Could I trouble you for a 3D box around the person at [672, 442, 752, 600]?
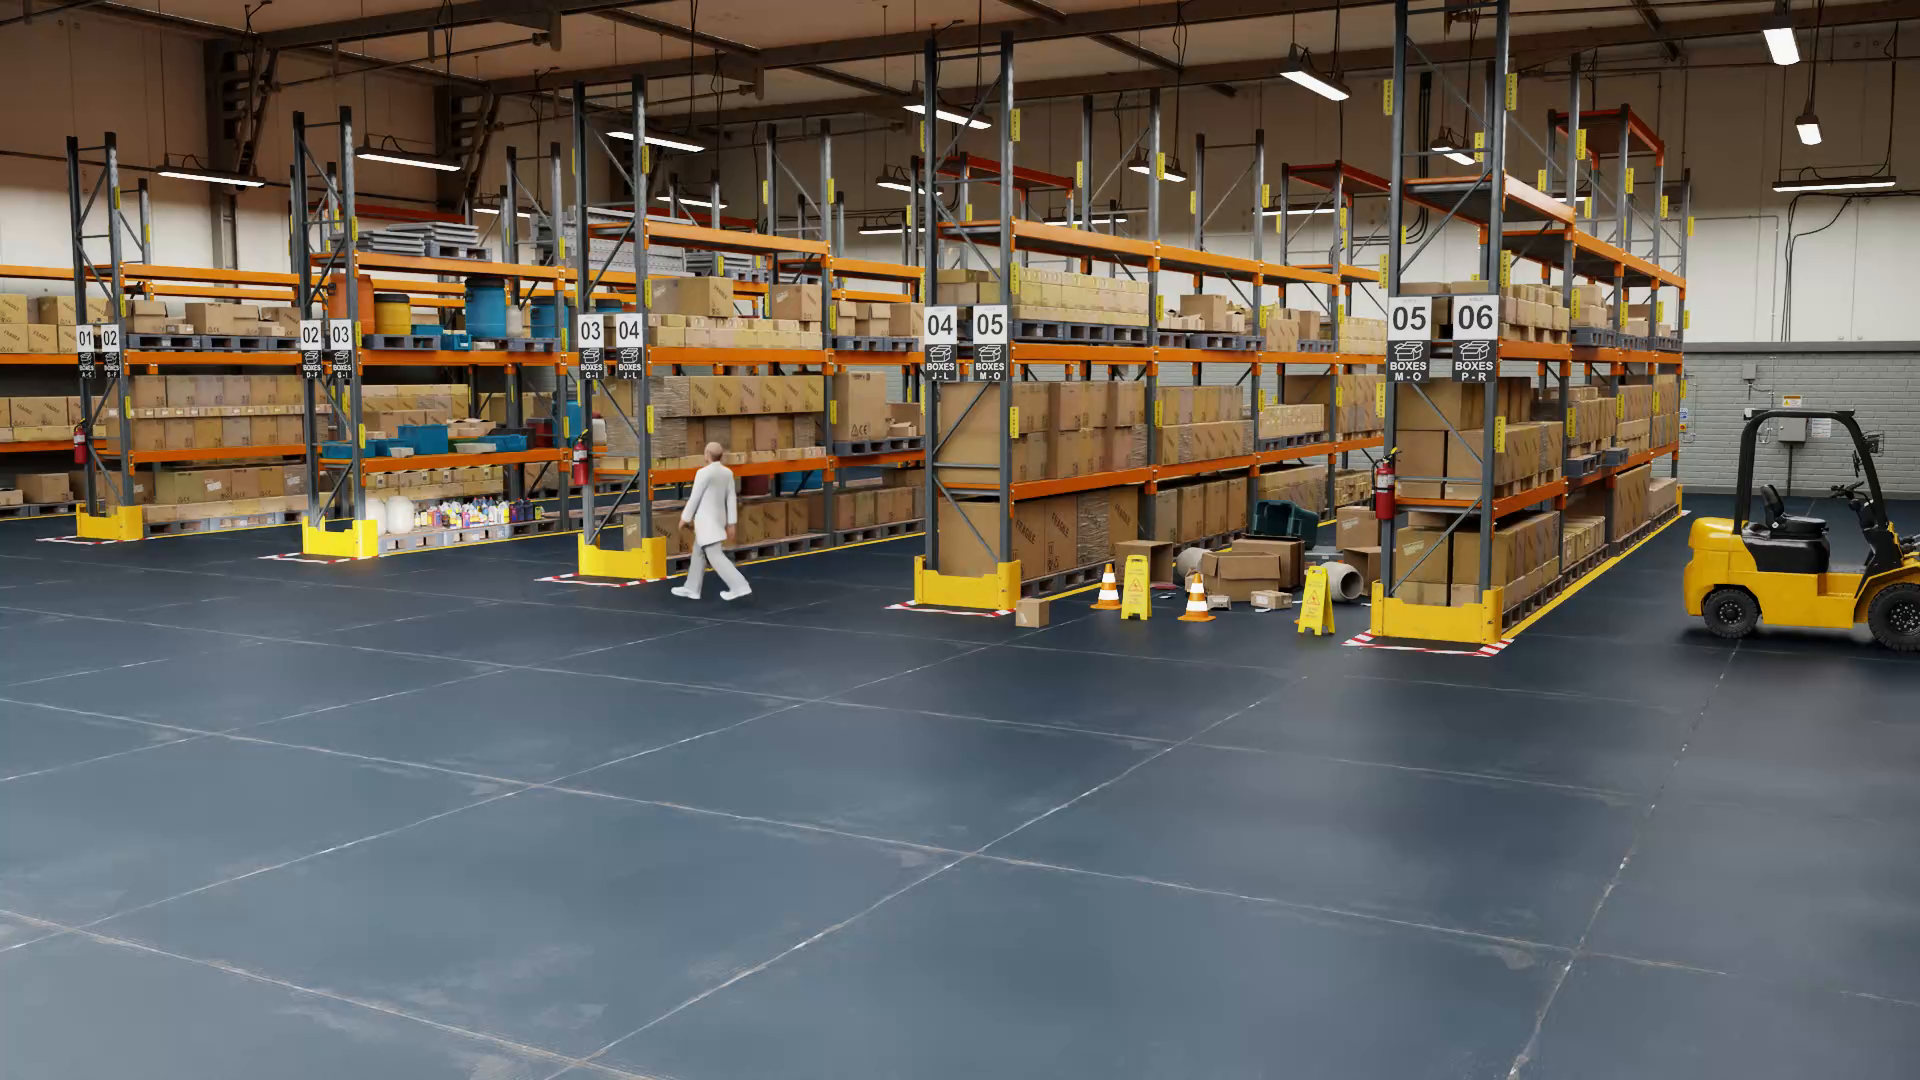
[{"bbox_3d":[-2.721,-0.196,18.018,1.118,1.730,0.556,3,6,24],"label":"person"}]
